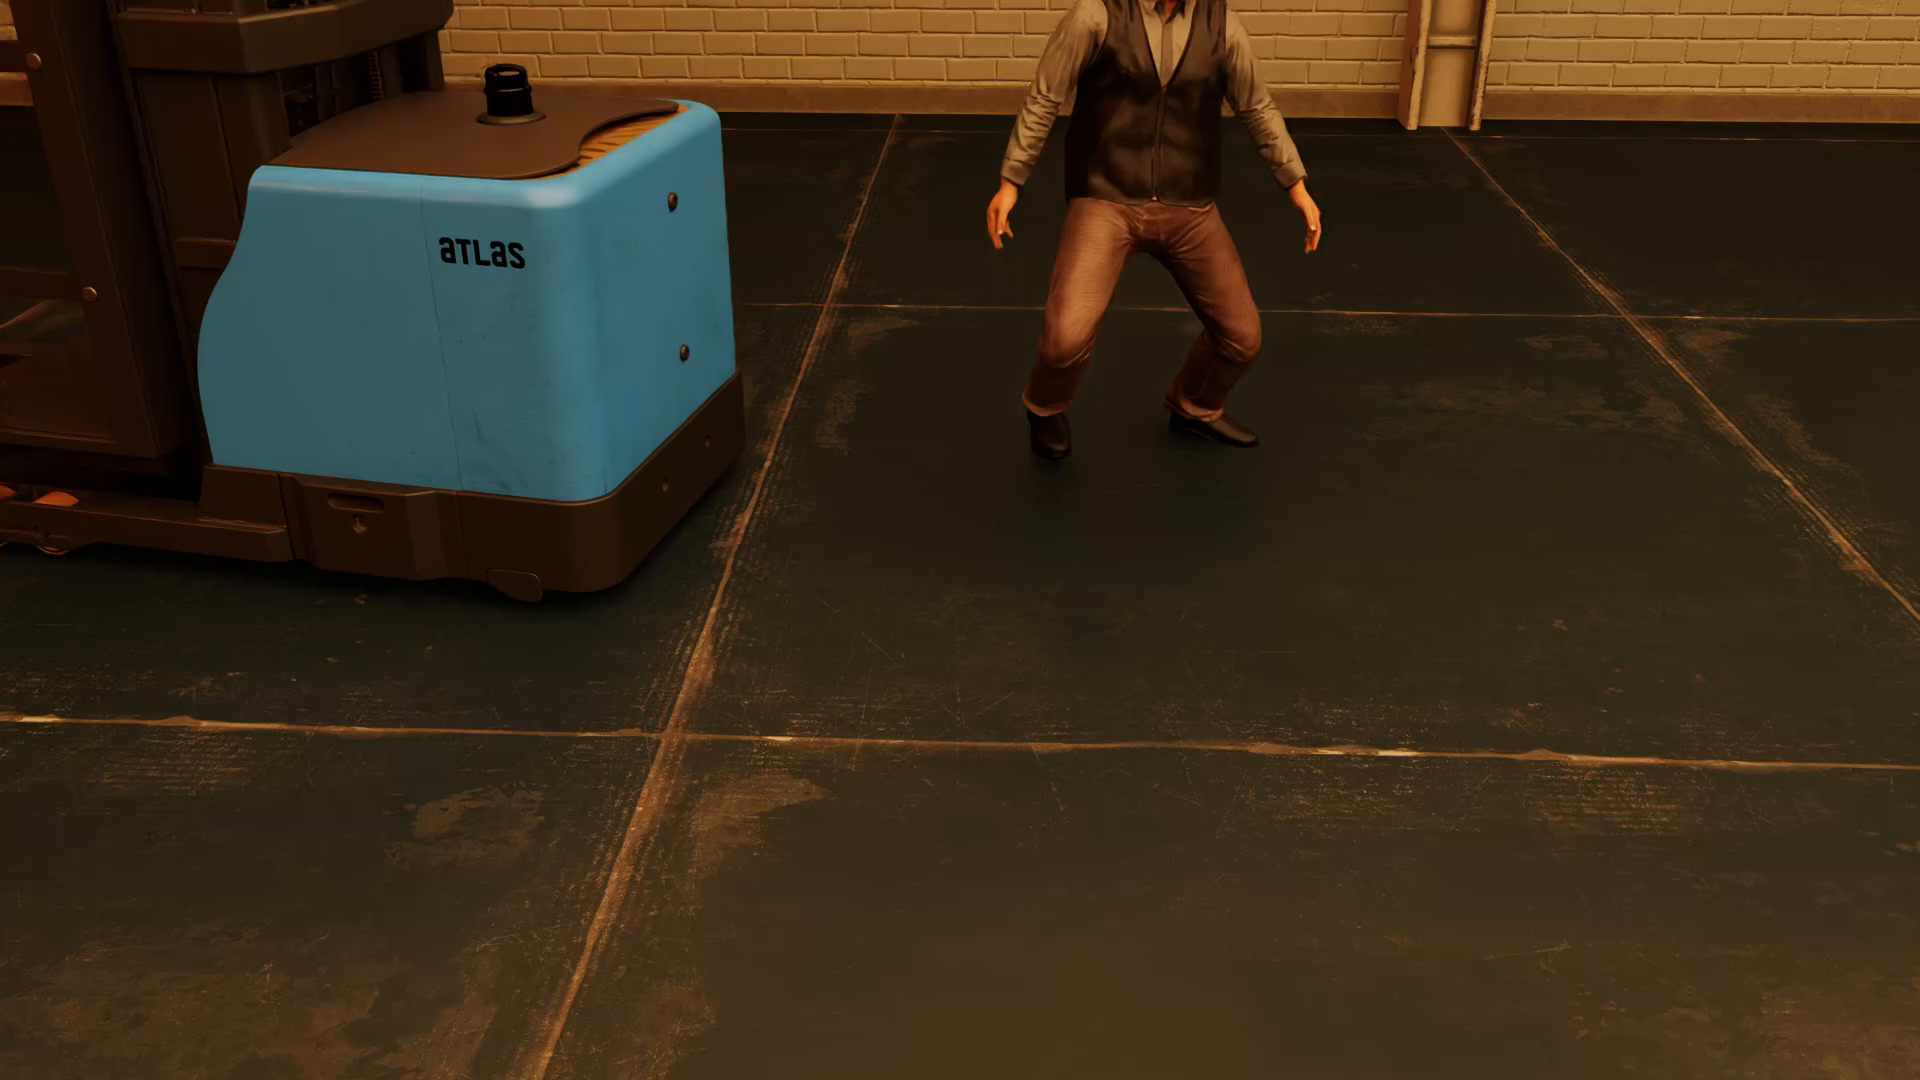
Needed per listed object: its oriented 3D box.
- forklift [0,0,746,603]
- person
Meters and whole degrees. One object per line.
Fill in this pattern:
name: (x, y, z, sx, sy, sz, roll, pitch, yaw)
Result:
forklift: (-2.207, -1.493, 4.235, 3.031, 2.935, 1.130, 6, 27, 12)
person: (0.533, -0.940, 4.635, 0.916, 1.615, 0.594, -3, 26, -6)
